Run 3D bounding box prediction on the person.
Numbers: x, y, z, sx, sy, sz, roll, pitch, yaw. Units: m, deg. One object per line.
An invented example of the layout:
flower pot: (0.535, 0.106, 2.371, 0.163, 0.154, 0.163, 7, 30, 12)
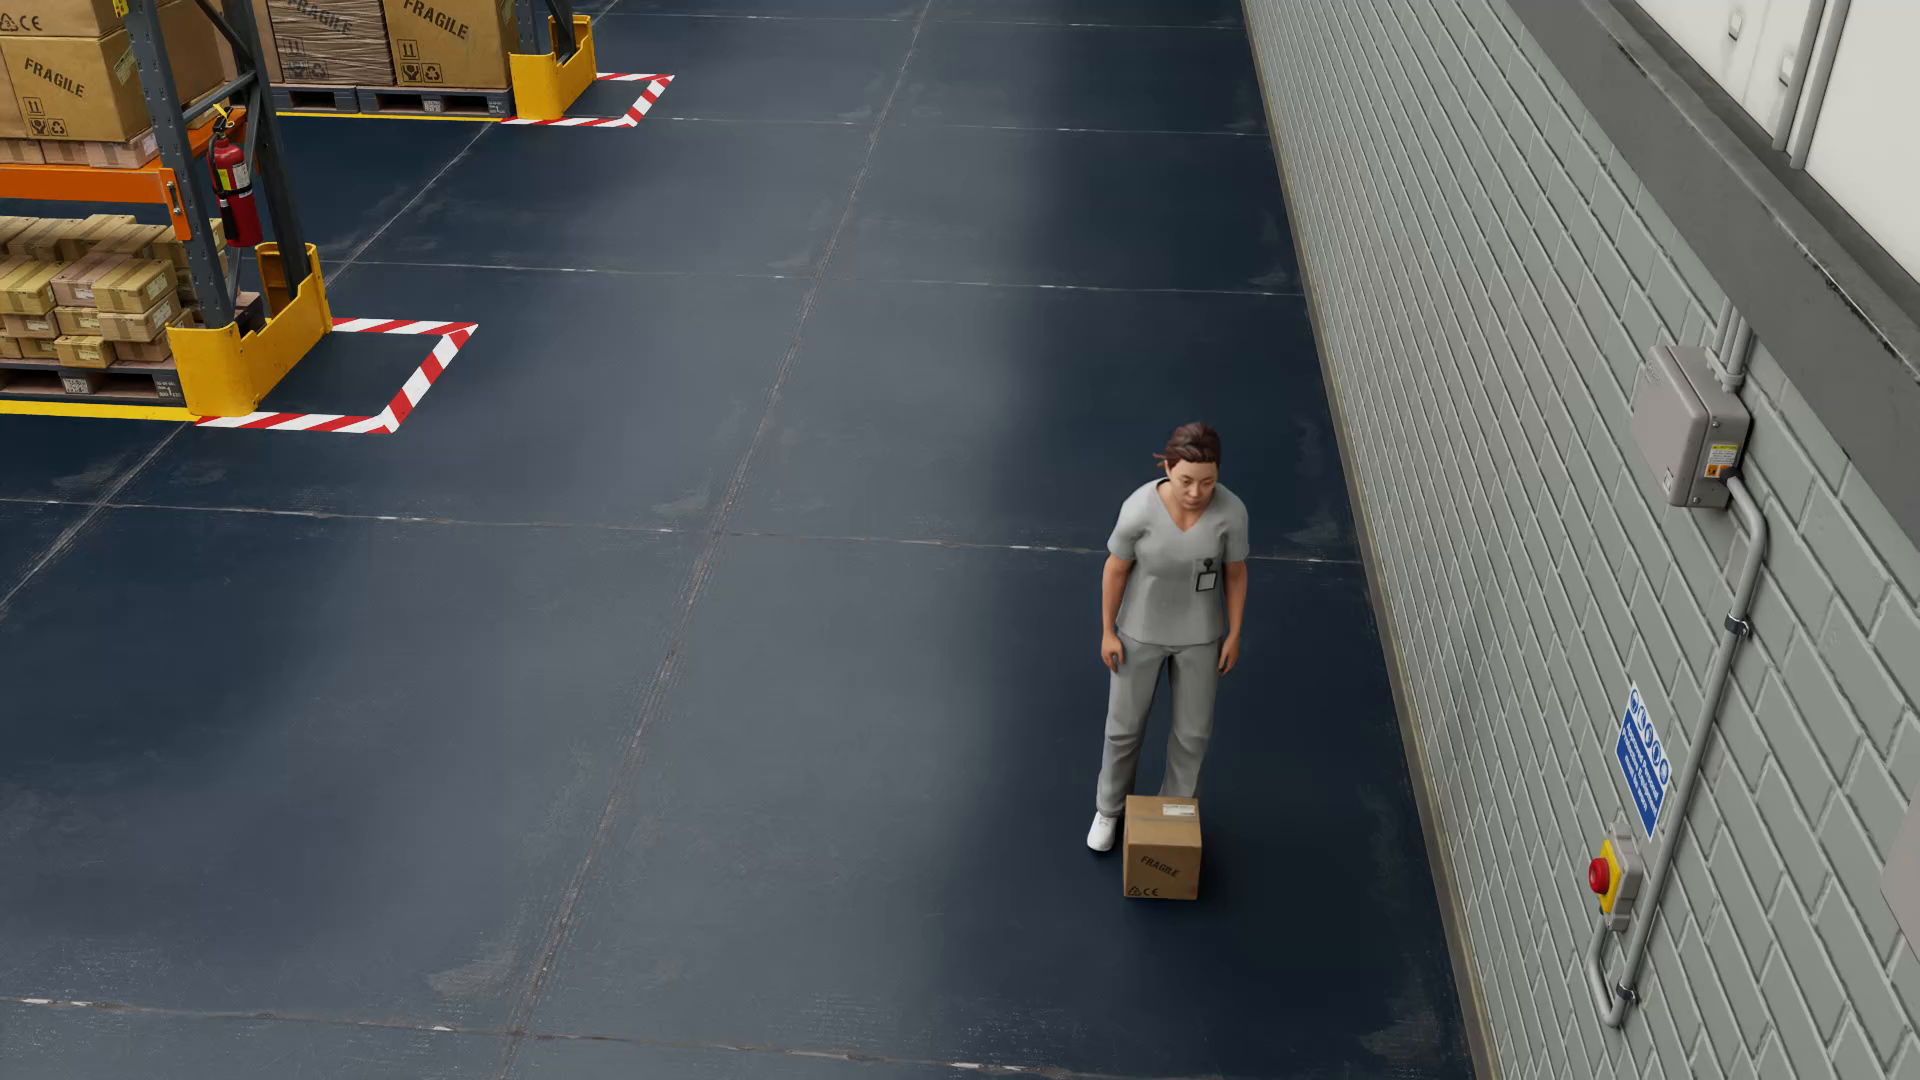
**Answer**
person: (0.707, 0.346, 5.586, 0.494, 1.672, 0.415, 1, 32, 2)
